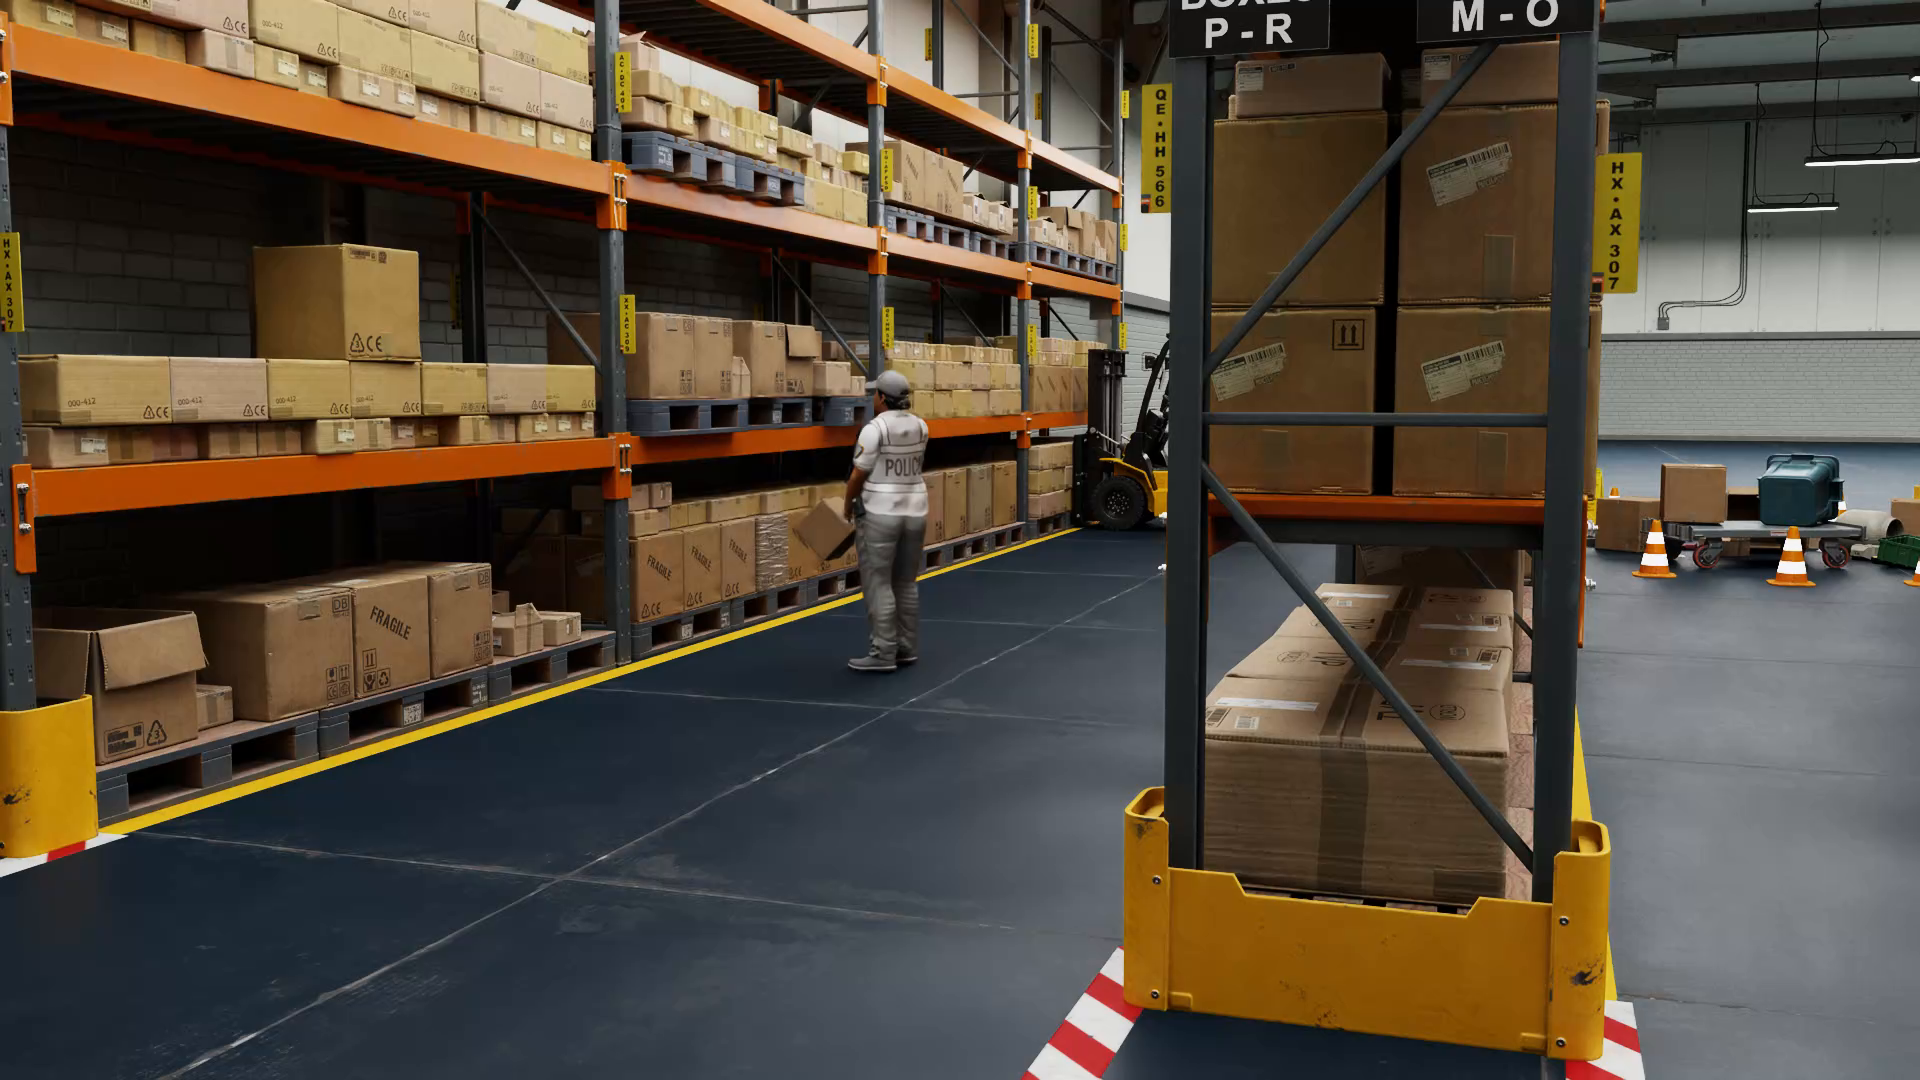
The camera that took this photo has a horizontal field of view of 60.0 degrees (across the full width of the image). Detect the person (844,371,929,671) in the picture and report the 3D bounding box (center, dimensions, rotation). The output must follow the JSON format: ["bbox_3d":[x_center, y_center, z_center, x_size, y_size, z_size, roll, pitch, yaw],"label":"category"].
[{"bbox_3d":[-0.440,-0.111,9.332,0.509,1.669,0.502,-5,7,-43],"label":"person"}]
